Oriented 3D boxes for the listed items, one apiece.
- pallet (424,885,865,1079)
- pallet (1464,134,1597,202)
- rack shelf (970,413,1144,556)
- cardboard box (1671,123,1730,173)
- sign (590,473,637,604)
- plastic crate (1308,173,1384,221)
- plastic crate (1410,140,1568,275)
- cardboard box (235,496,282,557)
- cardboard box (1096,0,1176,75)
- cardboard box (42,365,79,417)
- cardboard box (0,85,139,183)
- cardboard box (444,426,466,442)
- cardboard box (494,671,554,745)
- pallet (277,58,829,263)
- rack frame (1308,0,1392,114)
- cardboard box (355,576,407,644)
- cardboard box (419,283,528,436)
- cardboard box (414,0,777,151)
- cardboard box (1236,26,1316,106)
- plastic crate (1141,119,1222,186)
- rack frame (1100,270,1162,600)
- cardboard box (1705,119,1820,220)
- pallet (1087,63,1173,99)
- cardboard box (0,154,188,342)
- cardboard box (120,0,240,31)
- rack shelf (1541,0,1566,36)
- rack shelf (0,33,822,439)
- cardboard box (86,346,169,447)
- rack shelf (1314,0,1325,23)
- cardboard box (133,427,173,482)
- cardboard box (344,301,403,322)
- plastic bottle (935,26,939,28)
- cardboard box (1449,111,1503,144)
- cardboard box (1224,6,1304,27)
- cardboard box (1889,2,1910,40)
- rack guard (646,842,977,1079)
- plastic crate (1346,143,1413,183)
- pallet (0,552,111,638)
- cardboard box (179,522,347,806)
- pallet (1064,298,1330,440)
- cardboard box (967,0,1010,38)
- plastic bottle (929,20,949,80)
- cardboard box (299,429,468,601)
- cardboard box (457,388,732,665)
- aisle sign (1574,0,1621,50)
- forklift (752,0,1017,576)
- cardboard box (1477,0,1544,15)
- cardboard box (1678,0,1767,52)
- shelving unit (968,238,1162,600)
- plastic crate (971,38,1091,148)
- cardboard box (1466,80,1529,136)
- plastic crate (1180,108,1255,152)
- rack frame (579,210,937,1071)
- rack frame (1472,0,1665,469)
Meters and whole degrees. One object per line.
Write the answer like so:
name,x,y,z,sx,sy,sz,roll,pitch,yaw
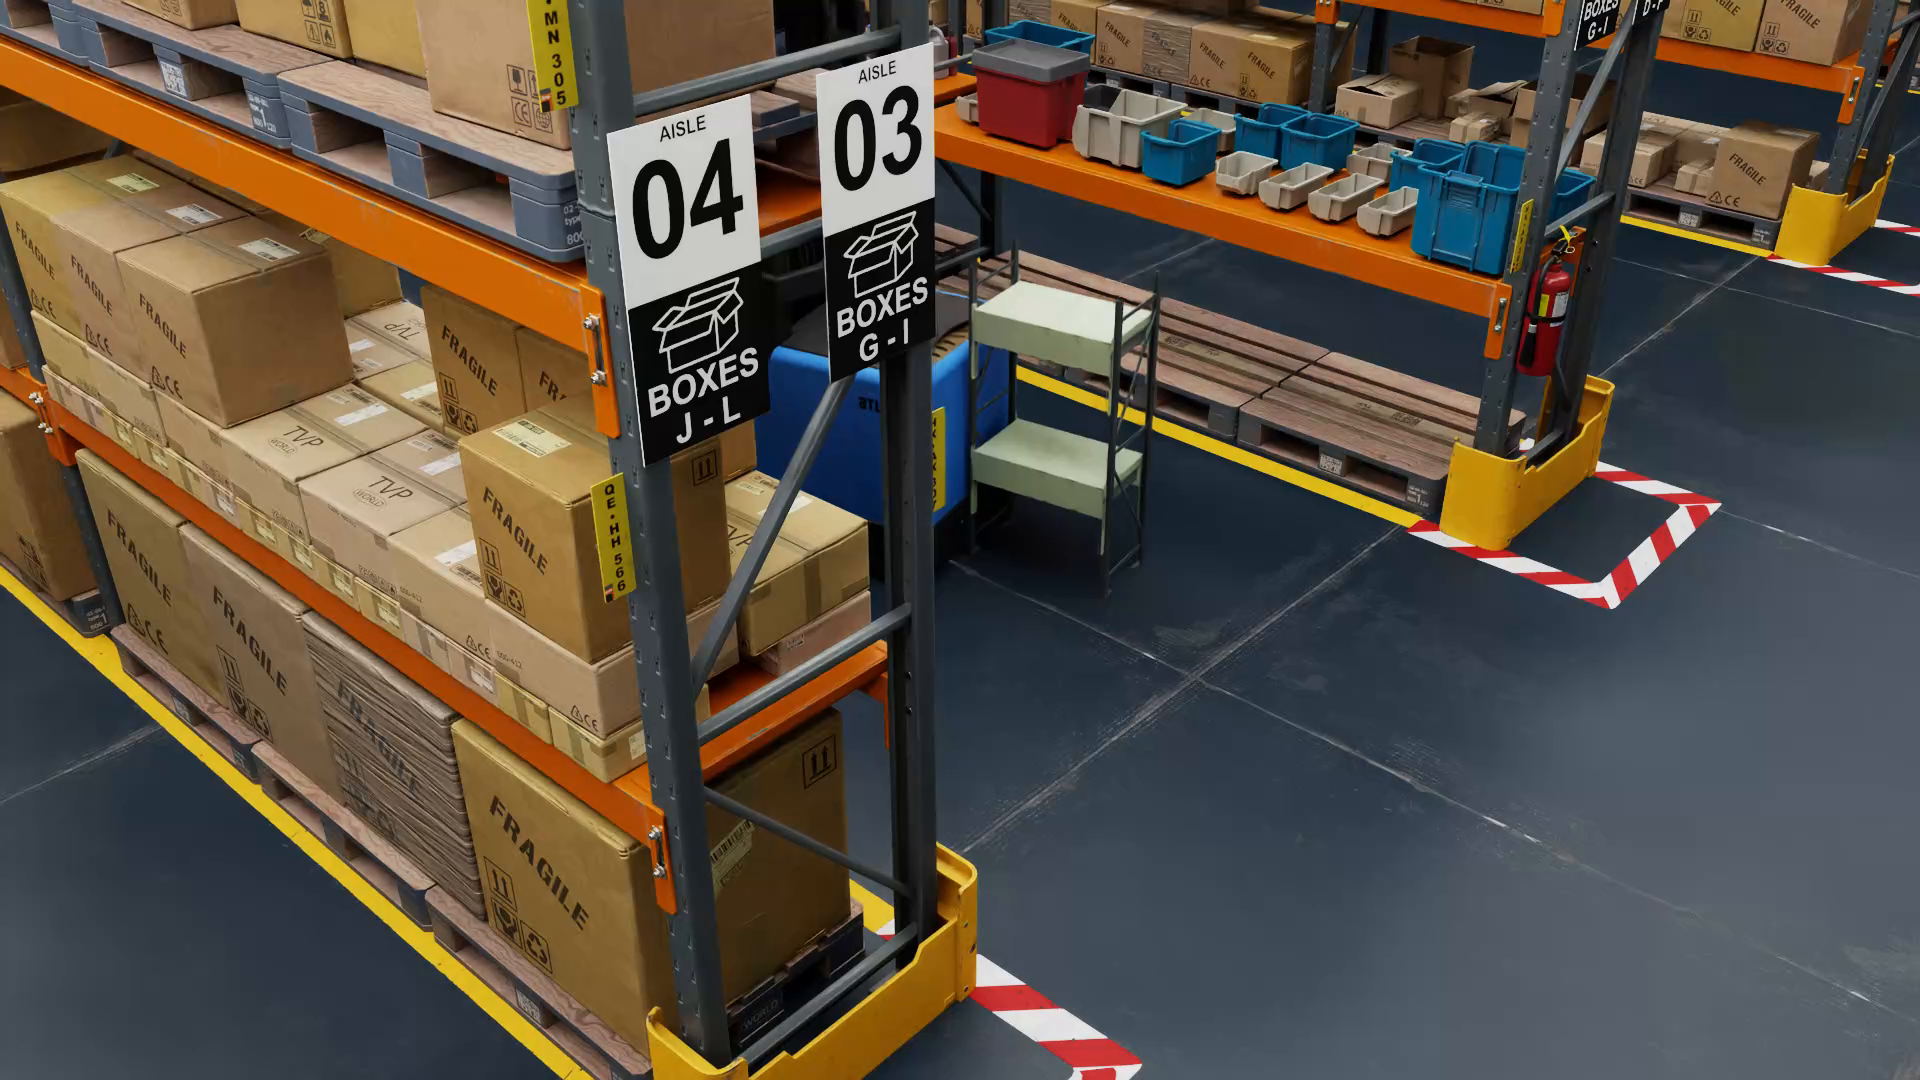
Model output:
pallet,-1.099,1.340,5.820,1.213,0.211,1.003,25,39,35
pallet,4.648,-2.924,12.904,1.213,0.211,1.003,25,39,35
rack shelf,0.464,-0.275,7.884,0.720,0.370,0.431,18,35,27
cardboard box,5.613,-2.875,12.357,0.500,0.250,0.500,25,39,35
sign,-0.828,-0.003,3.995,0.005,0.325,0.100,25,39,35
plastic crate,1.938,-1.734,8.419,0.243,0.136,0.396,25,39,35
plastic crate,2.496,-1.588,7.886,0.499,0.435,0.616,25,39,35
cardboard box,-2.267,-0.117,5.779,0.250,0.149,0.380,24,38,34
cardboard box,1.561,-4.481,14.783,0.500,0.500,0.500,24,38,34
cardboard box,-3.424,-0.655,6.674,0.250,0.149,0.380,25,39,35
cardboard box,-3.899,-1.683,7.068,0.637,0.503,0.797,24,38,34
cardboard box,-1.389,-0.293,5.686,0.500,0.250,0.500,24,38,34
cardboard box,-1.133,0.413,4.900,0.250,0.149,0.380,25,39,36
pallet,-1.011,-1.108,4.360,1.213,0.211,1.003,25,39,35
rack frame,3.231,-4.780,13.281,0.127,3.000,1.000,25,39,35
cardboard box,-1.697,0.149,5.338,0.250,0.149,0.380,24,39,34
cardboard box,-1.388,-0.612,5.488,0.500,0.500,0.500,24,38,34
cardboard box,-0.875,-1.318,4.022,0.500,0.500,0.700,22,38,32
cardboard box,2.672,-3.958,13.914,0.500,0.500,0.500,25,39,35
plastic crate,1.175,-2.069,8.883,0.300,0.233,0.416,25,39,35
rack frame,0.773,-0.453,7.548,0.023,1.500,0.400,18,35,27
cardboard box,5.628,-2.607,11.669,0.500,0.500,0.500,25,39,35
pallet,1.693,-4.274,15.145,1.213,0.211,1.003,25,39,35
cardboard box,-3.236,-1.114,6.321,0.500,0.500,0.500,25,39,35
cardboard box,-2.111,-1.872,4.943,0.500,0.500,0.700,27,40,37
rack shelf,1.387,-3.171,8.399,4.000,0.370,1.077,25,39,35
rack shelf,-1.937,-1.277,5.253,4.000,0.370,1.077,25,39,35
cardboard box,-2.882,-0.619,6.227,0.500,0.250,0.500,25,39,35
rack shelf,1.748,-5.163,14.616,4.000,0.370,1.077,25,39,35
cardboard box,-2.837,-0.383,6.222,0.250,0.149,0.380,24,38,34
cardboard box,-2.531,-0.825,6.569,0.500,0.250,0.500,26,40,36
plastic bottle,-0.181,-3.173,10.725,0.133,0.283,0.061,25,39,35
cardboard box,4.045,-3.231,13.029,0.250,0.166,0.380,25,39,35
cardboard box,2.632,-4.338,14.545,0.500,0.500,0.500,26,39,36
cardboard box,8.560,-4.777,15.293,0.500,0.500,0.700,25,39,35
rack guard,-0.436,1.471,5.322,0.348,0.500,1.175,25,39,35
plastic crate,2.222,-2.004,8.868,0.298,0.136,0.250,25,39,35
pallet,-4.042,-0.036,8.105,1.213,0.211,1.003,25,39,35
cardboard box,-2.317,0.308,6.483,0.875,0.875,0.875,25,39,35
pallet,1.384,-1.030,9.757,1.213,0.211,1.003,25,39,35
cardboard box,0.411,-5.015,15.669,0.500,0.500,0.500,27,40,37
plastic bottle,-0.170,-3.125,10.581,0.185,0.351,0.144,25,39,35
cardboard box,-1.745,-0.090,5.347,0.500,0.250,0.500,24,38,34
cardboard box,-0.992,-0.061,4.573,0.500,0.500,0.500,26,39,36
aisle sign,2.726,-2.479,6.939,0.004,0.787,0.394,25,39,35
forklift,-1.249,-1.612,8.086,3.031,2.935,1.130,16,34,24
cardboard box,4.177,-4.192,12.208,0.500,0.500,0.500,25,39,35
cardboard box,5.295,-3.667,11.336,0.500,0.500,0.500,25,39,35
shelving unit,0.464,-0.554,7.716,0.755,1.500,0.431,18,35,27
plastic crate,0.398,-2.535,9.432,0.583,0.464,0.402,25,39,35
cardboard box,4.399,-3.468,13.282,0.500,0.311,0.500,25,39,35
plastic crate,1.397,-2.312,9.379,0.466,0.136,0.293,25,39,35
rack frame,-0.454,0.392,4.691,0.127,3.000,1.000,25,39,35
rack frame,2.870,-1.502,7.837,0.127,3.000,1.000,25,39,35
